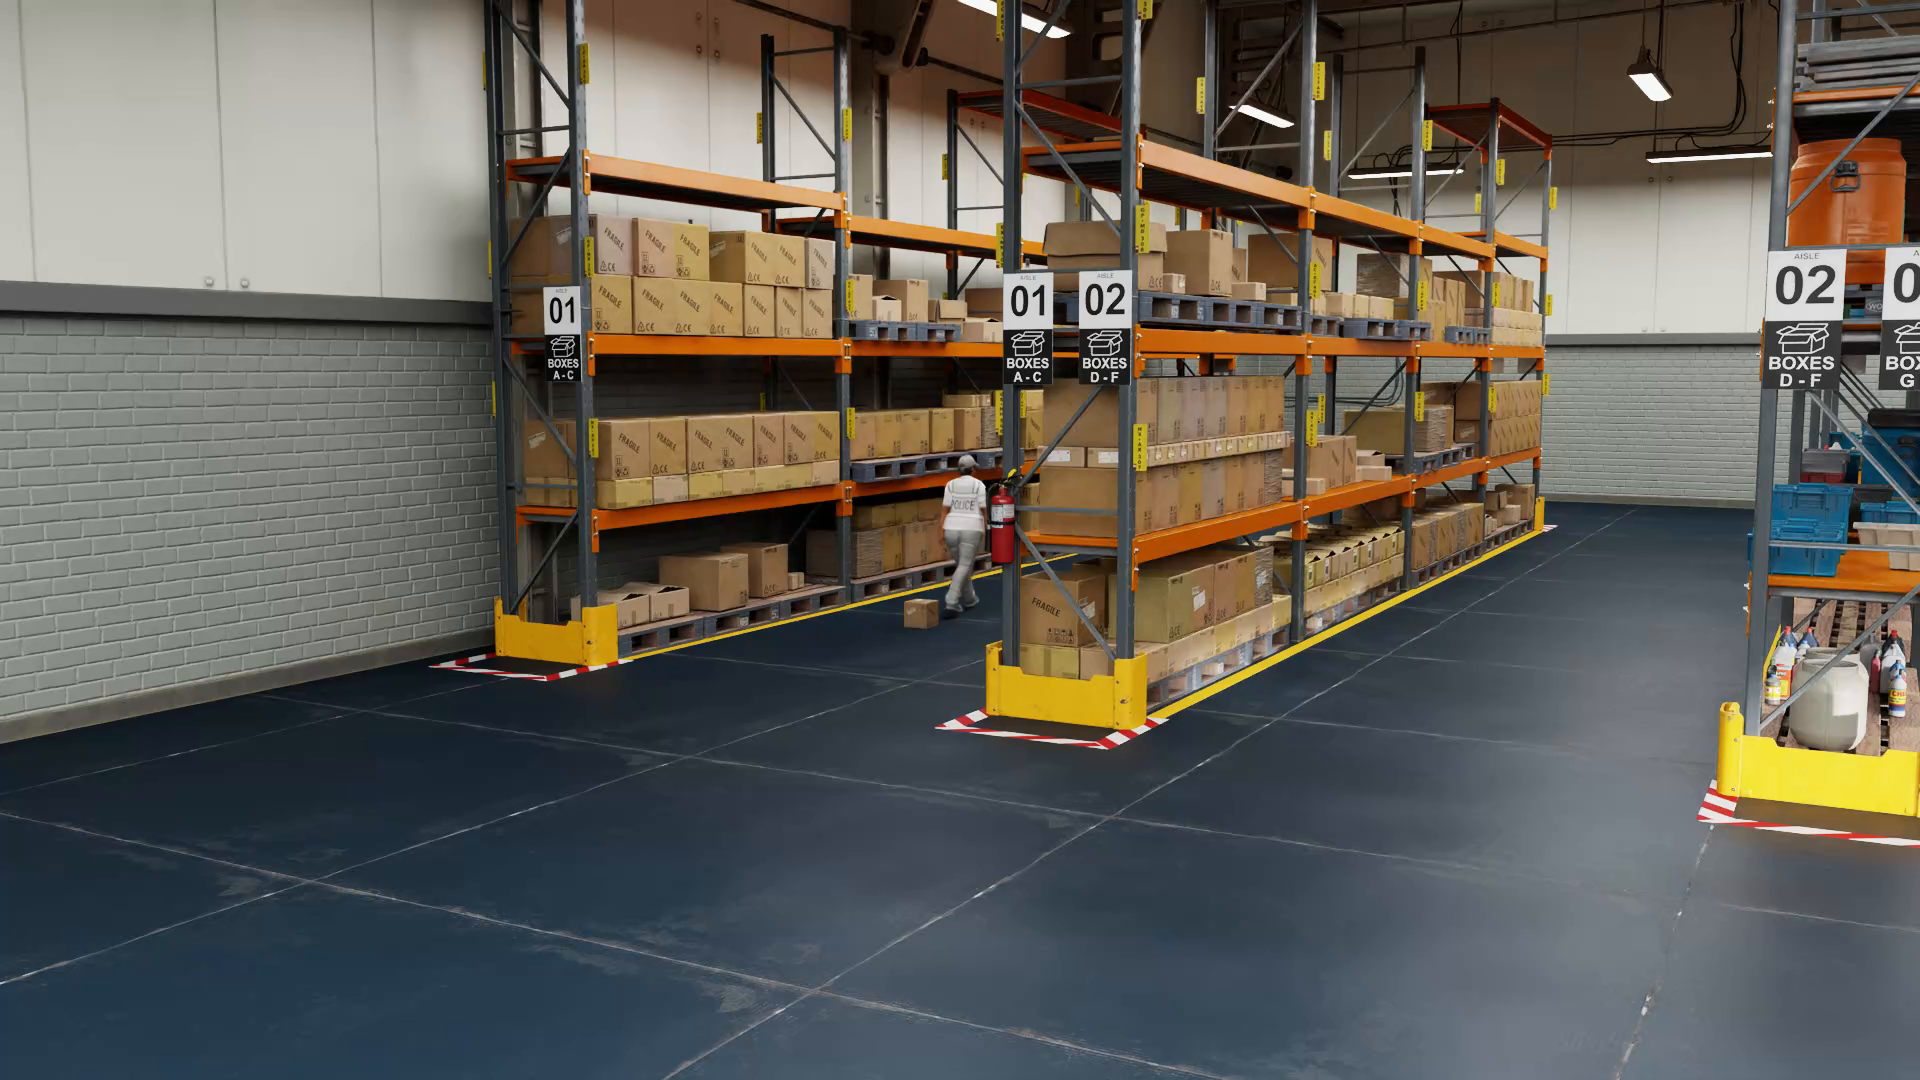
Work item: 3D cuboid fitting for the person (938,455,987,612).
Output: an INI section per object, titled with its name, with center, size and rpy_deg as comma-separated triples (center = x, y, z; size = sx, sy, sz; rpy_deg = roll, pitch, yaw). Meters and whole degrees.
[person]
center = 0.065, -0.069, 17.093
size = 0.504, 1.603, 1.030
rpy_deg = 3, 7, 26
